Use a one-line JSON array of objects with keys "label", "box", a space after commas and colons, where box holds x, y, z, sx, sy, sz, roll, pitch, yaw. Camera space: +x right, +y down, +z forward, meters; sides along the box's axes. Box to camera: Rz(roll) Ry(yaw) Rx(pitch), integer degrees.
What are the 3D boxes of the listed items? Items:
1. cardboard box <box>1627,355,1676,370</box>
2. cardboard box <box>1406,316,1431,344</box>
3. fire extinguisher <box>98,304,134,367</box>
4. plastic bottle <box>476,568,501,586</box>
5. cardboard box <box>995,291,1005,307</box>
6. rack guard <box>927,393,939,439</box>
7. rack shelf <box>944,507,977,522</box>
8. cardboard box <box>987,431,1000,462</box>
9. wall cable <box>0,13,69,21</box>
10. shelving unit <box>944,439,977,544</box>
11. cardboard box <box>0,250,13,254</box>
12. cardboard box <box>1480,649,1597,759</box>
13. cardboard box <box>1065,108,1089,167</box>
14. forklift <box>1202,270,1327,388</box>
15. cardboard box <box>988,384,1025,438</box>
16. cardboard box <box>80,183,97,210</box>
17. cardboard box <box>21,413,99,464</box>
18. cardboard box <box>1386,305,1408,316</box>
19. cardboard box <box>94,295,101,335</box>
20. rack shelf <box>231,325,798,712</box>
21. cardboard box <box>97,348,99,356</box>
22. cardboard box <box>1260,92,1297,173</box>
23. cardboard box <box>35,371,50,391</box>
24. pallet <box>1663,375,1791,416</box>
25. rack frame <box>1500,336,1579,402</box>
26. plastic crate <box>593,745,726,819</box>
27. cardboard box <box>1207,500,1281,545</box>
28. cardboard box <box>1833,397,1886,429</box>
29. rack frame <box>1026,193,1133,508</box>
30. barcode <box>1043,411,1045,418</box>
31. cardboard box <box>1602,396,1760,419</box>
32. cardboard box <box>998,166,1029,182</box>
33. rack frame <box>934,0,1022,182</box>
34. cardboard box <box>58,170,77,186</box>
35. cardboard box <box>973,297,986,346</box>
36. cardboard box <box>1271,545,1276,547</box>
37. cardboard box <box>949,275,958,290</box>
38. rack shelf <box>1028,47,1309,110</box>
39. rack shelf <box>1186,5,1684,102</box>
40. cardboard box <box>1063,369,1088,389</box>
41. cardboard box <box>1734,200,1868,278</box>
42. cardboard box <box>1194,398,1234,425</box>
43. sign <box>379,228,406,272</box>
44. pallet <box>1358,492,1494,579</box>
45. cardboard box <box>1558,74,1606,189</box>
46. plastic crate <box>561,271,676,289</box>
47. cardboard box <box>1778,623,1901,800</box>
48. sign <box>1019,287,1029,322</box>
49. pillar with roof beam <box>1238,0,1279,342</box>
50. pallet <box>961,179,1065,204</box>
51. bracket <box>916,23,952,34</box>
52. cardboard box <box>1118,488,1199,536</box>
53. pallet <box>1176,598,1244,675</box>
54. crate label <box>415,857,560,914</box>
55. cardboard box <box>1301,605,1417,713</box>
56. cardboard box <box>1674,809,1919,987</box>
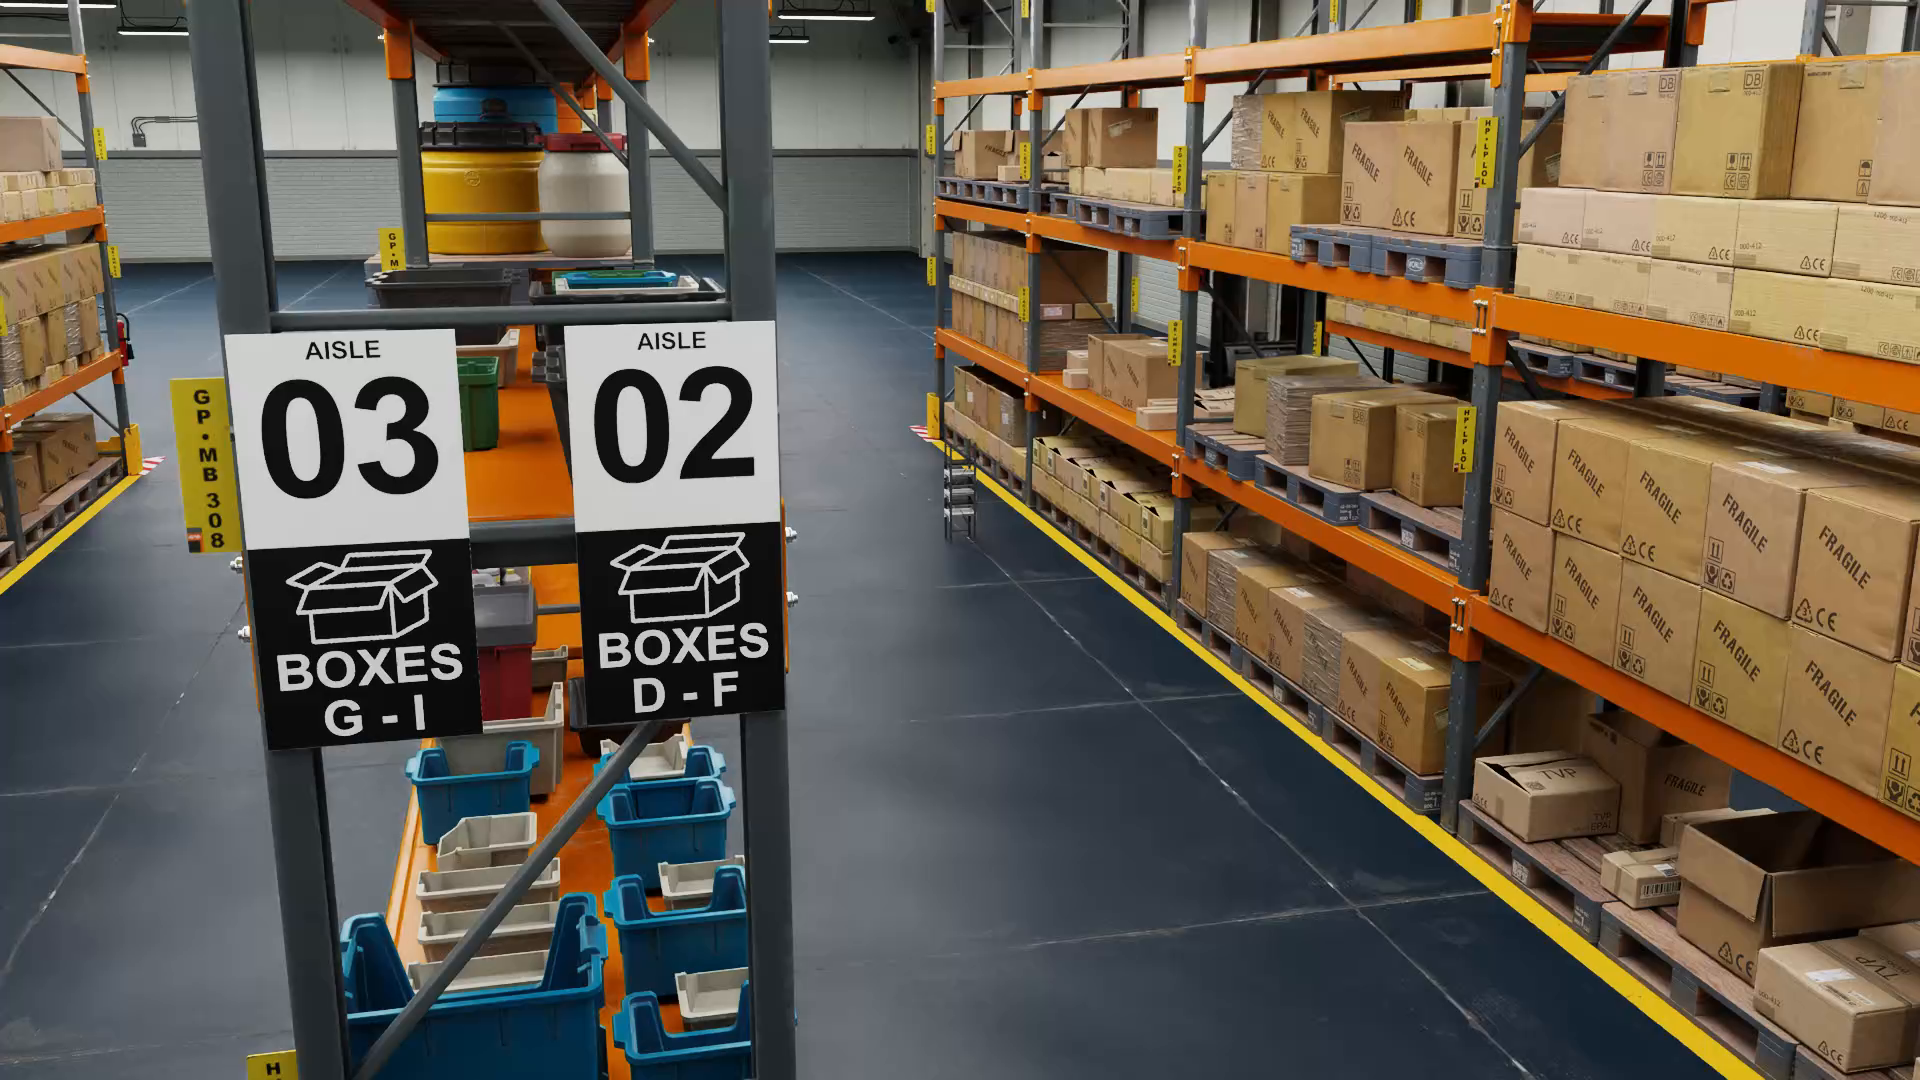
[{"label": "cardboard box", "box": [6.464, -1.818, 14.910, 0.700, 0.500, 0.500, -3, 14, -13]}, {"label": "cardboard box", "box": [5.311, -2.344, 18.476, 0.500, 0.250, 0.500, -3, 14, -13]}, {"label": "fire extinguisher", "box": [-9.004, -2.193, 17.748, 0.296, 0.674, 0.183, -3, 14, -13]}, {"label": "plastic bottle", "box": [-2.284, 0.216, 7.982, 0.152, 0.276, 0.135, -3, 14, -13]}, {"label": "cardboard box", "box": [0.576, -2.515, 17.323, 0.380, 0.149, 0.250, -3, 14, -12]}, {"label": "rack guard", "box": [0.200, -1.521, 20.101, 1.175, 0.500, 0.348, -3, 14, -13]}, {"label": "rack shelf", "box": [0.002, -0.228, 14.863, 0.258, 0.077, 0.200, -3, 14, -13]}, {"label": "cardboard box", "box": [0.584, -1.001, 17.612, 0.500, 0.250, 0.500, -3, 14, -13]}, {"label": "wall cable", "box": [-25.408, -15.204, 44.517, 3.097, 2.526, 0.112, -3, 14, -13]}, {"label": "shelving unit", "box": [0.002, -0.435, 14.813, 0.258, 0.900, 0.210, -3, 14, -13]}, {"label": "cardboard box", "box": [-9.331, -2.485, 15.832, 0.500, 0.500, 0.500, -3, 14, -13]}, {"label": "cardboard box", "box": [3.147, 0.914, 9.208, 0.500, 0.500, 0.500, -4, 14, -16]}, {"label": "cardboard box", "box": [1.251, -3.616, 14.936, 0.500, 0.500, 0.500, -3, 14, -13]}, {"label": "forklift", "box": [3.015, -1.675, 15.608, 1.130, 2.935, 3.031, -4, 14, -15]}, {"label": "cardboard box", "box": [0.596, -1.366, 17.526, 0.500, 0.500, 0.500, -3, 14, -13]}, {"label": "cardboard box", "box": [-9.064, -3.466, 16.790, 0.500, 0.250, 0.500, -3, 14, -12]}, {"label": "cardboard box", "box": [-9.294, -1.024, 17.179, 0.500, 0.500, 0.500, -1, 14, -3]}, {"label": "cardboard box", "box": [5.194, -2.829, 18.880, 0.500, 0.500, 0.500, -3, 14, -11]}, {"label": "cardboard box", "box": [-9.322, -2.244, 16.953, 0.875, 0.500, 0.500, -3, 14, -13]}, {"label": "rack shelf", "box": [-1.322, -0.333, 5.165, 1.077, 0.370, 4.000, -3, 14, -13]}, {"label": "cardboard box", "box": [-9.099, -1.945, 17.097, 0.380, 0.149, 0.250, -3, 14, -13]}, {"label": "cardboard box", "box": [2.300, -2.657, 10.846, 0.500, 0.500, 0.500, -3, 14, -13]}, {"label": "cardboard box", "box": [-8.462, -1.432, 14.998, 0.380, 0.149, 0.250, -3, 14, -13]}, {"label": "pallet", "box": [6.628, -1.227, 14.033, 1.213, 0.211, 1.003, -3, 14, -13]}, {"label": "rack frame", "box": [5.959, -2.084, 17.138, 1.000, 3.000, 0.127, -3, 14, -13]}, {"label": "plastic crate", "box": [-0.970, 0.840, 5.395, 0.416, 0.233, 0.300, -3, 14, -13]}, {"label": "cardboard box", "box": [2.247, -0.163, 12.999, 0.500, 0.311, 0.500, -3, 14, -11]}, {"label": "cardboard box", "box": [6.878, -1.117, 12.298, 0.500, 0.500, 0.500, -3, 14, -11]}, {"label": "rack frame", "box": [1.145, -1.807, 16.005, 1.000, 3.000, 0.127, -3, 14, -13]}, {"label": "barcode", "box": [0.800, -1.191, 15.799, 0.001, 0.075, 0.075, -3, 14, -13]}, {"label": "cardboard box", "box": [3.394, -0.394, 7.902, 0.500, 0.500, 0.500, -3, 14, -13]}, {"label": "cardboard box", "box": [0.596, -3.678, 16.689, 0.380, 0.149, 0.250, -3, 14, -13]}, {"label": "rack frame", "box": [0.205, -5.644, 19.070, 1.000, 3.000, 0.127, -3, 14, -13]}, {"label": "cardboard box", "box": [-8.856, -3.530, 16.211, 0.380, 0.149, 0.250, -3, 14, -13]}, {"label": "cardboard box", "box": [0.542, -2.435, 18.361, 0.700, 0.500, 0.500, -3, 14, -13]}, {"label": "cardboard box", "box": [2.247, 0.110, 13.066, 0.500, 0.250, 0.500, -3, 14, -13]}, {"label": "cardboard box", "box": [0.088, -2.991, 19.273, 0.380, 0.149, 0.250, -3, 14, -14]}, {"label": "rack shelf", "box": [1.615, -3.717, 13.537, 1.077, 0.370, 4.000, -3, 14, -13]}, {"label": "rack shelf", "box": [2.554, -2.794, 9.760, 1.077, 0.370, 4.000, -3, 14, -13]}, {"label": "cardboard box", "box": [1.154, -1.470, 15.151, 0.380, 0.149, 0.250, -3, 14, -13]}, {"label": "cardboard box", "box": [3.239, -1.116, 6.119, 0.500, 0.250, 0.500, -3, 14, -13]}, {"label": "cardboard box", "box": [2.041, -0.928, 12.592, 0.500, 0.311, 0.500, -2, 14, -10]}, {"label": "sign", "box": [-2.327, -1.118, 6.843, 0.100, 0.325, 0.005, -3, 14, -13]}, {"label": "pallet", "box": [2.942, -0.059, 9.253, 1.003, 0.211, 1.213, -3, 14, -13]}, {"label": "cardboard box", "box": [3.175, -1.843, 7.514, 0.700, 0.500, 0.500, -3, 14, -13]}, {"label": "plastic crate", "box": [-1.268, -0.870, 6.201, 0.416, 0.233, 0.300, -3, 14, -13]}, {"label": "cardboard box", "box": [3.356, 0.589, 5.984, 0.500, 0.500, 0.500, -3, 14, -13]}, {"label": "sign", "box": [0.606, -2.235, 15.765, 0.100, 0.325, 0.005, -3, 14, -13]}, {"label": "pillar with roof beam", "box": [0.431, -6.952, 24.423, 9.100, 9.000, 0.400, -3, 14, -13]}, {"label": "pallet", "box": [0.636, -3.698, 17.609, 1.003, 0.211, 1.213, -3, 14, -13]}, {"label": "bracket", "box": [-0.663, -13.768, 44.735, 0.076, 0.066, 4.783, -3, 14, -13]}, {"label": "cardboard box", "box": [1.594, -0.252, 13.365, 0.500, 0.311, 0.500, -4, 14, -14]}, {"label": "pallet", "box": [2.223, 0.644, 11.845, 1.003, 0.211, 1.213, -3, 14, -13]}, {"label": "crate label", "box": [-1.363, 1.026, 4.834, 0.396, 0.136, 0.243, -3, 14, -13]}, {"label": "cardboard box", "box": [2.404, 0.711, 10.038, 0.500, 0.500, 0.500, -3, 14, -12]}, {"label": "cardboard box", "box": [3.470, 1.470, 6.922, 0.797, 0.503, 0.637, -3, 14, -13]}]
